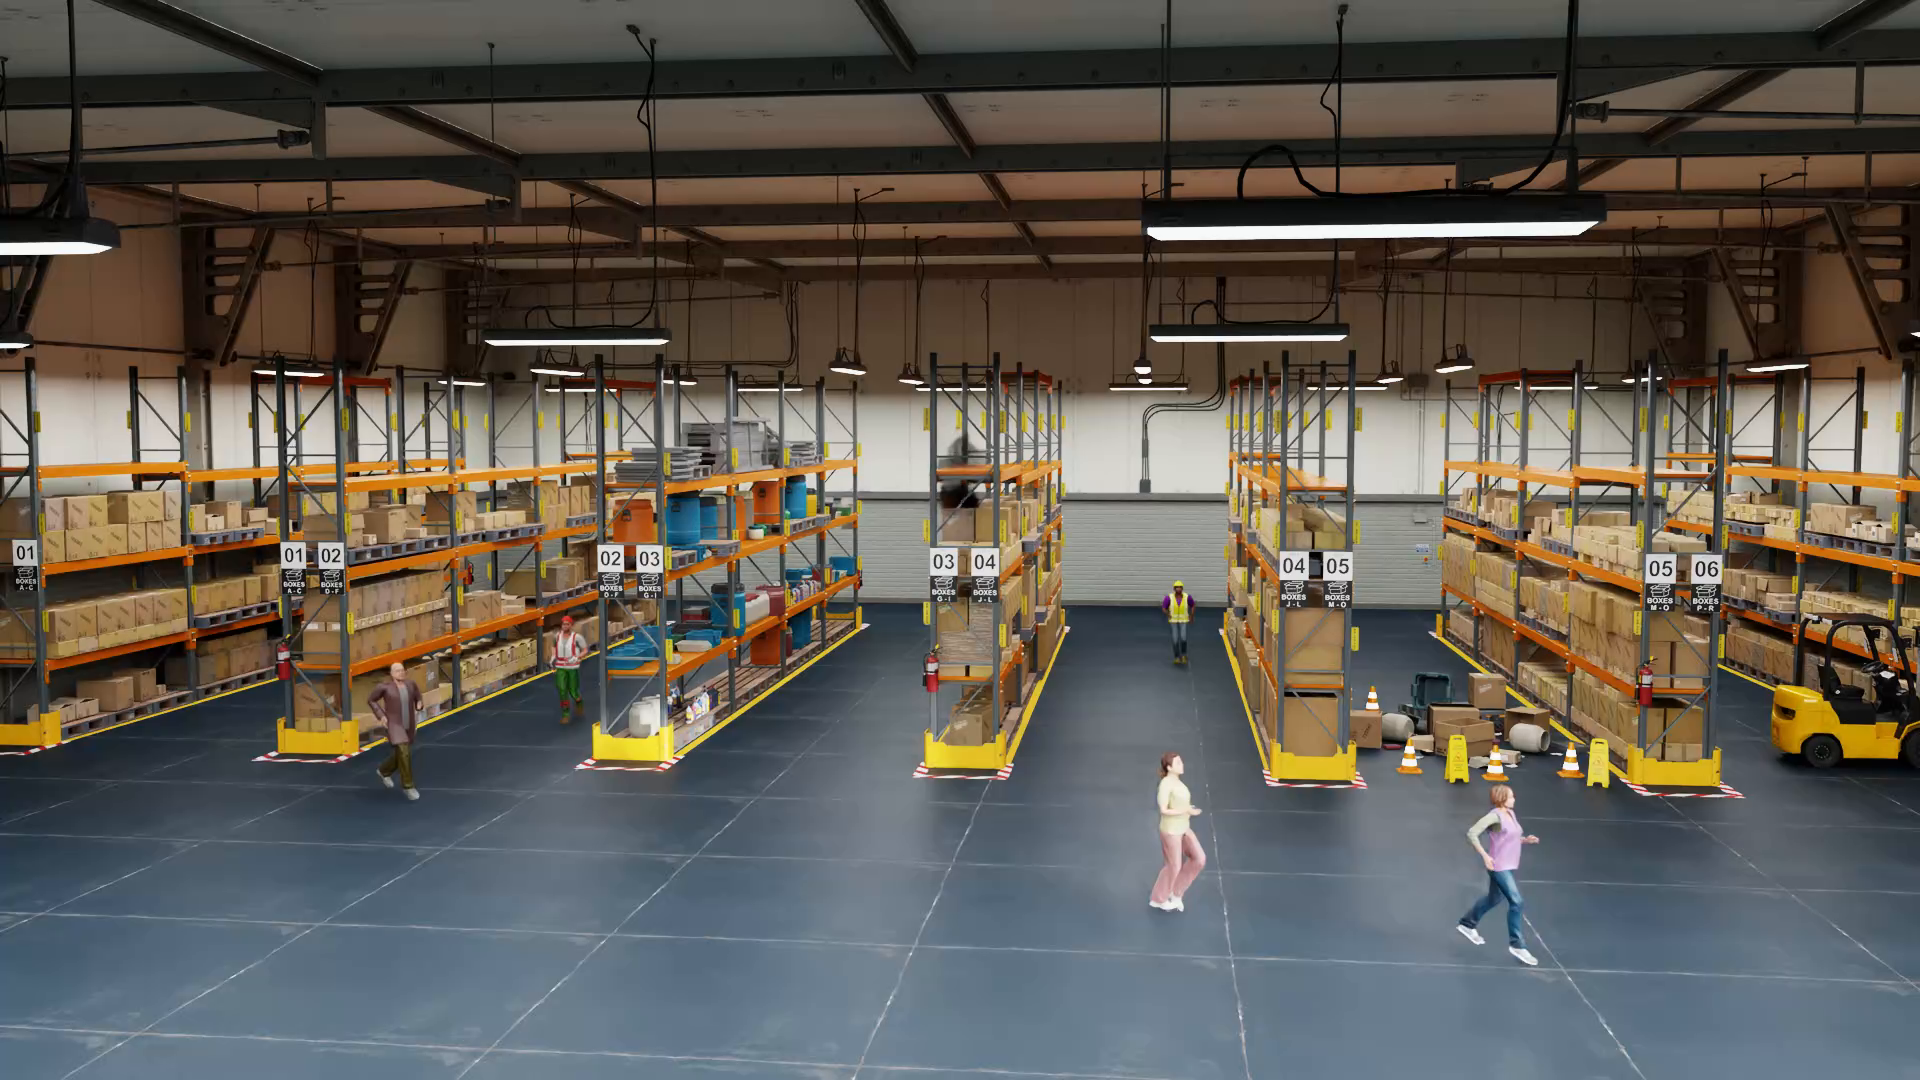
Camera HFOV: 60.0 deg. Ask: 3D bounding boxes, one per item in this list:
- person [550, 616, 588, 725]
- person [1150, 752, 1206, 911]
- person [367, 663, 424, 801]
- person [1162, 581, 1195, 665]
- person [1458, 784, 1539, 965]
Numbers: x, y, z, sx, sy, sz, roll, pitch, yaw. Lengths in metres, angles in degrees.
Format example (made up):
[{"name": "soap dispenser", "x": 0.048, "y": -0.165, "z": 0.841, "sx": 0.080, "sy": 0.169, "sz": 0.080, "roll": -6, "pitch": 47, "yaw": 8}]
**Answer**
[{"name": "person", "x": -6.555, "y": 2.148, "z": 27.814, "sx": 0.663, "sy": 1.777, "sz": 0.803, "roll": 0, "pitch": 4, "yaw": 4}, {"name": "person", "x": 2.219, "y": 2.976, "z": 16.927, "sx": 0.595, "sy": 1.656, "sz": 0.562, "roll": 3, "pitch": 5, "yaw": 32}, {"name": "person", "x": -7.525, "y": 2.532, "z": 22.336, "sx": 0.988, "sy": 1.802, "sz": 0.687, "roll": 3, "pitch": 5, "yaw": 38}, {"name": "person", "x": 4.494, "y": 1.706, "z": 34.240, "sx": 0.676, "sy": 1.739, "sz": 0.660, "roll": 1, "pitch": 4, "yaw": 10}, {"name": "person", "x": 5.039, "y": 3.088, "z": 15.552, "sx": 0.785, "sy": 1.627, "sz": 0.518, "roll": 3, "pitch": 5, "yaw": 35}]
